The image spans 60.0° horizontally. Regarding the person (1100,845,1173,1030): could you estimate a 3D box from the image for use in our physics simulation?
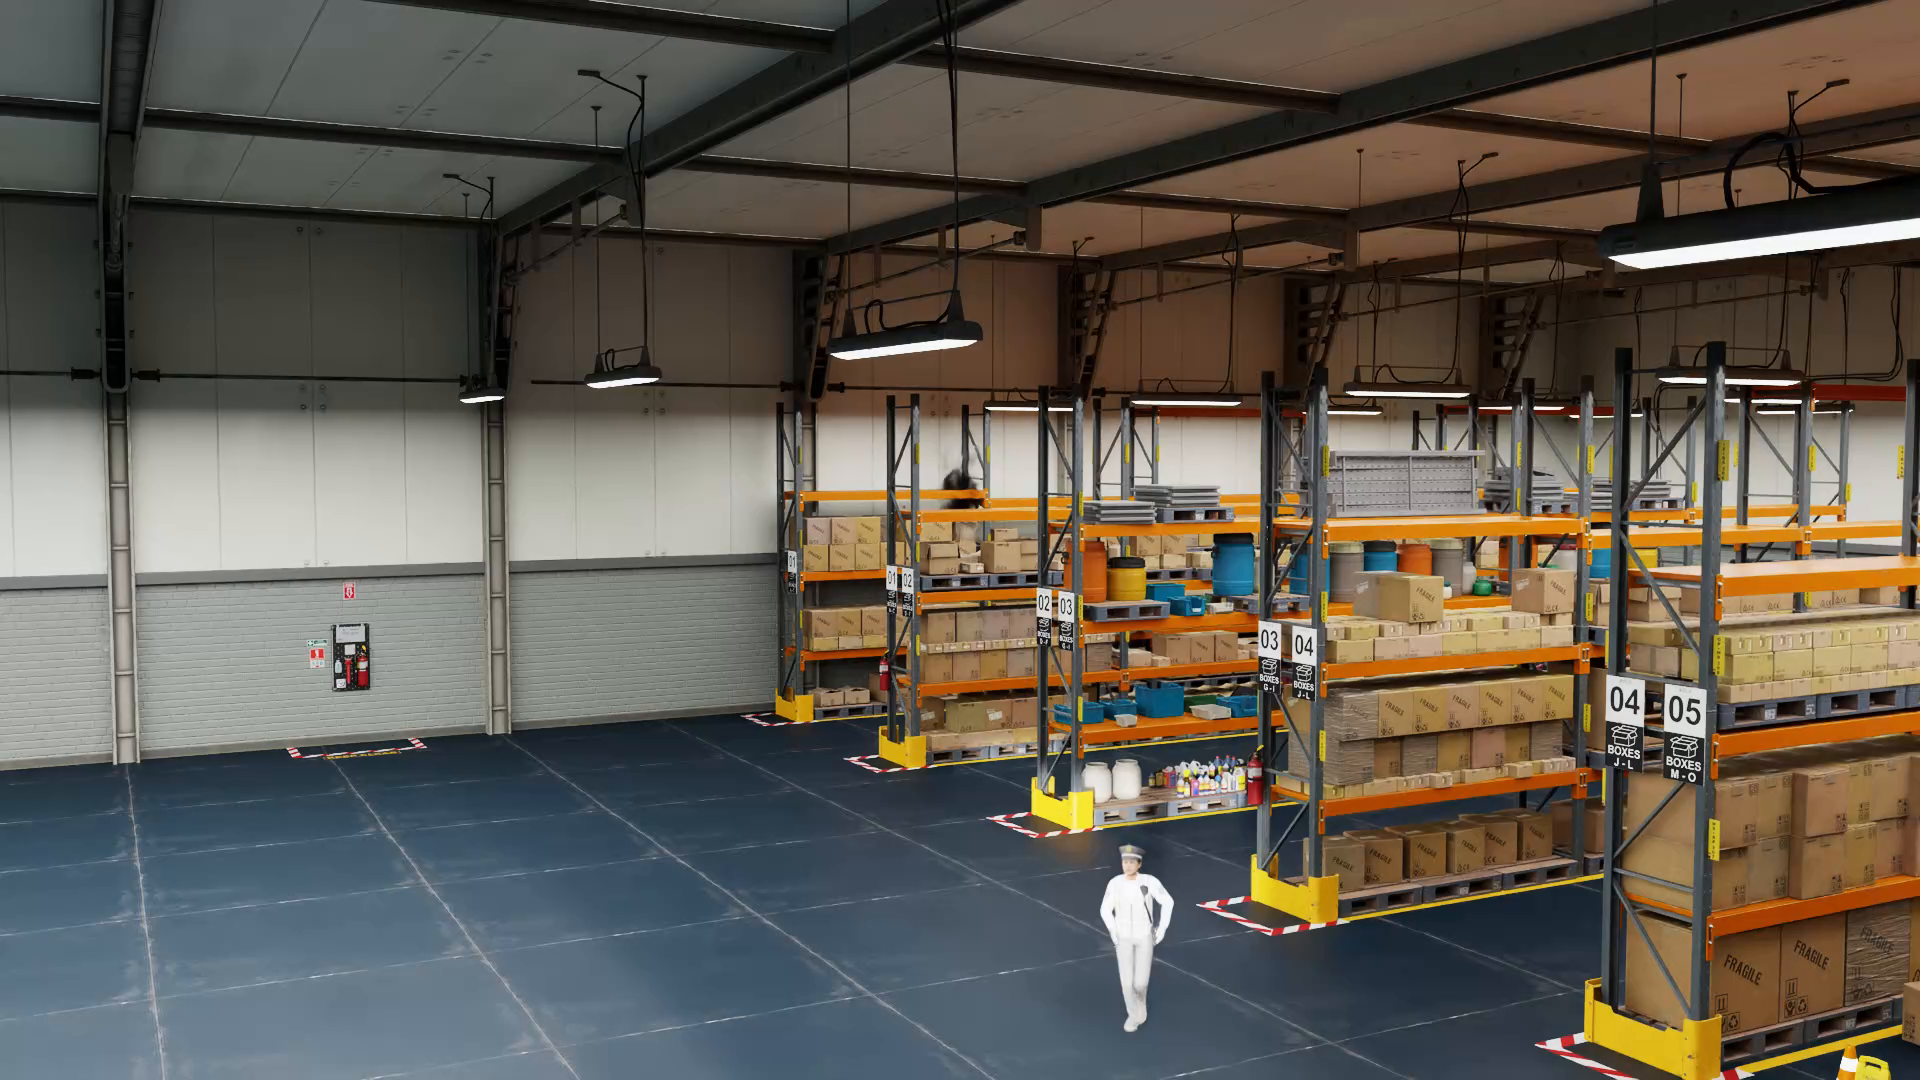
[{"bbox_3d":[1.535,3.507,14.636,0.629,1.659,0.524,1,3,16],"label":"person"}]
